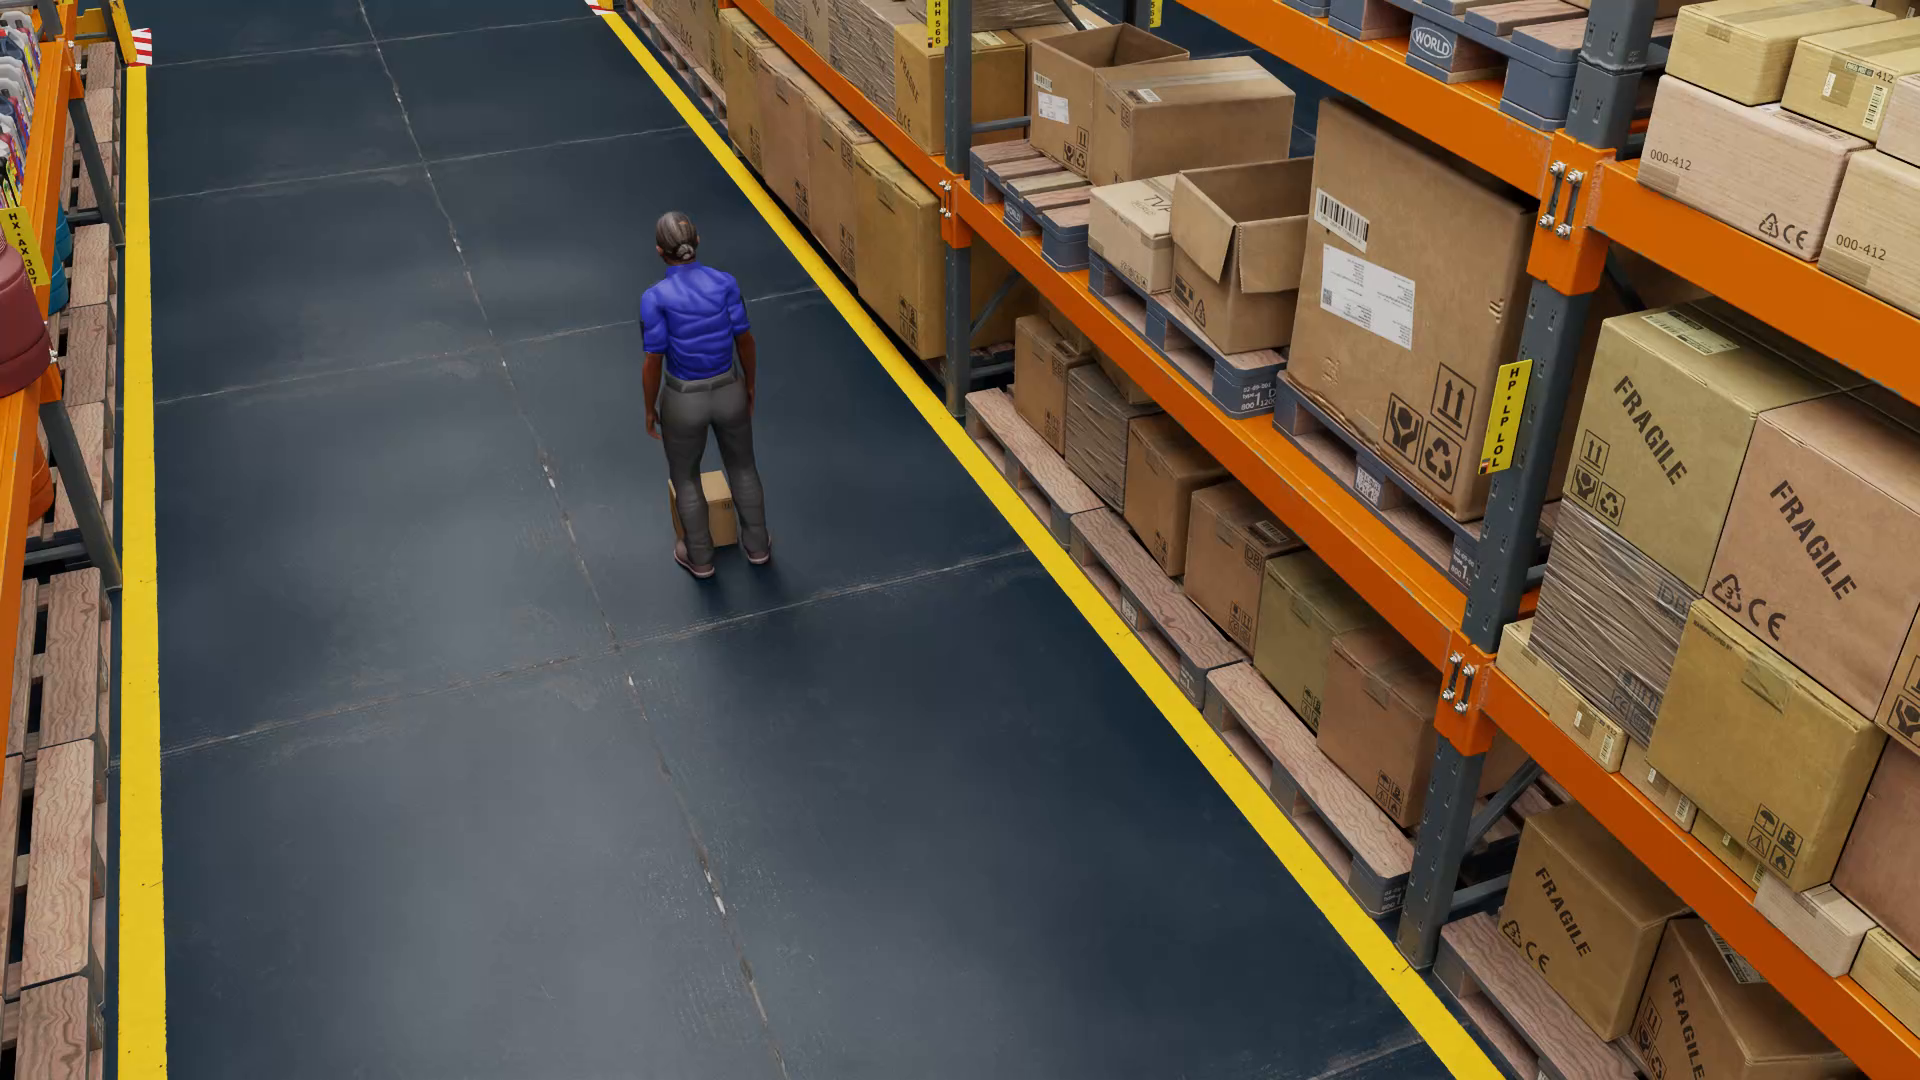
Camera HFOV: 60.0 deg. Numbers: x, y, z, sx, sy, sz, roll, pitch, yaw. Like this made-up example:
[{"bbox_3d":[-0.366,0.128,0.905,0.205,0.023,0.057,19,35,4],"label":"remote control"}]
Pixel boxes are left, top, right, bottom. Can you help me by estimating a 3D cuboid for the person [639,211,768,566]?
[{"bbox_3d":[-1.096,-0.621,7.014,0.500,1.584,0.351,-15,37,-22],"label":"person"}]
